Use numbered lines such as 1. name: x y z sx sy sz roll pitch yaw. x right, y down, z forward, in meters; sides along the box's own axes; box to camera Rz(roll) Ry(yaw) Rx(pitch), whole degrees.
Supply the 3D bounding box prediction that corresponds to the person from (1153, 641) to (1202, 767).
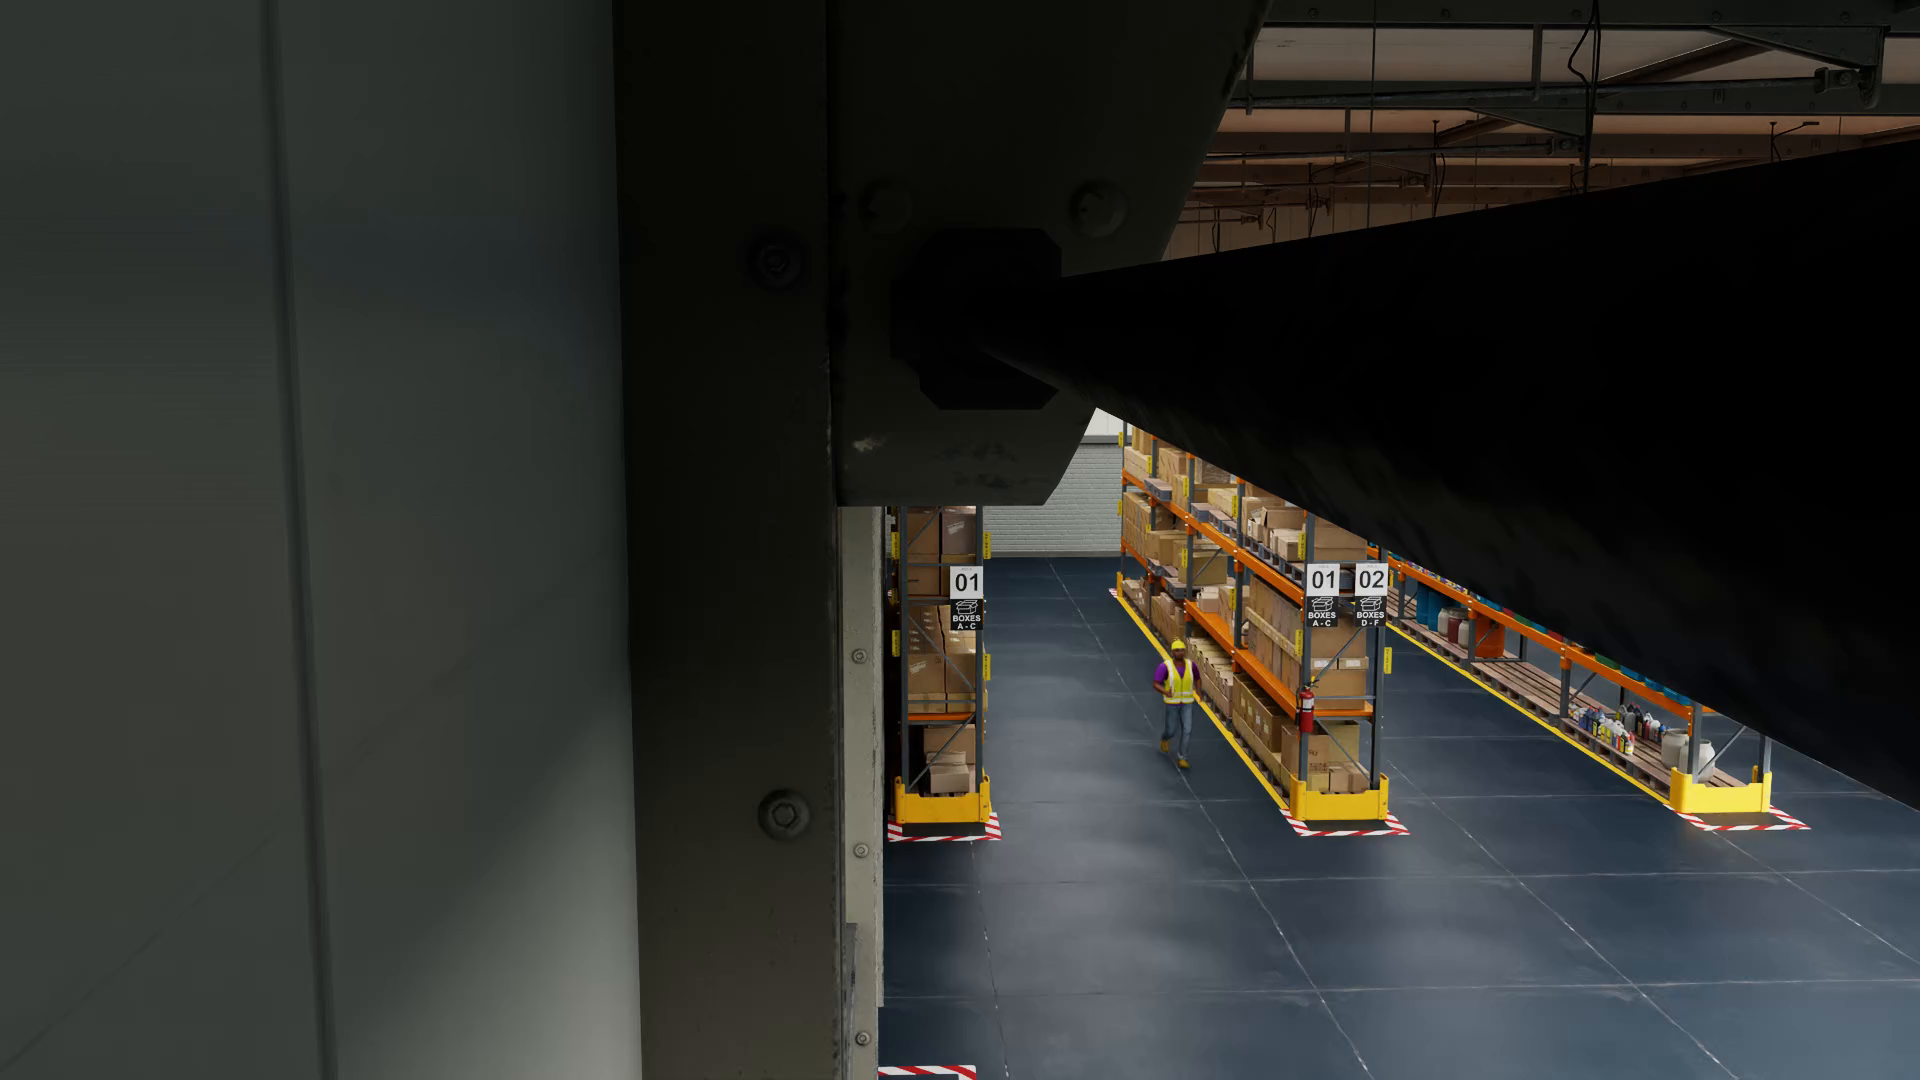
1. person: 3.029 2.247 23.061 0.714 1.733 0.791 -1 8 -7
